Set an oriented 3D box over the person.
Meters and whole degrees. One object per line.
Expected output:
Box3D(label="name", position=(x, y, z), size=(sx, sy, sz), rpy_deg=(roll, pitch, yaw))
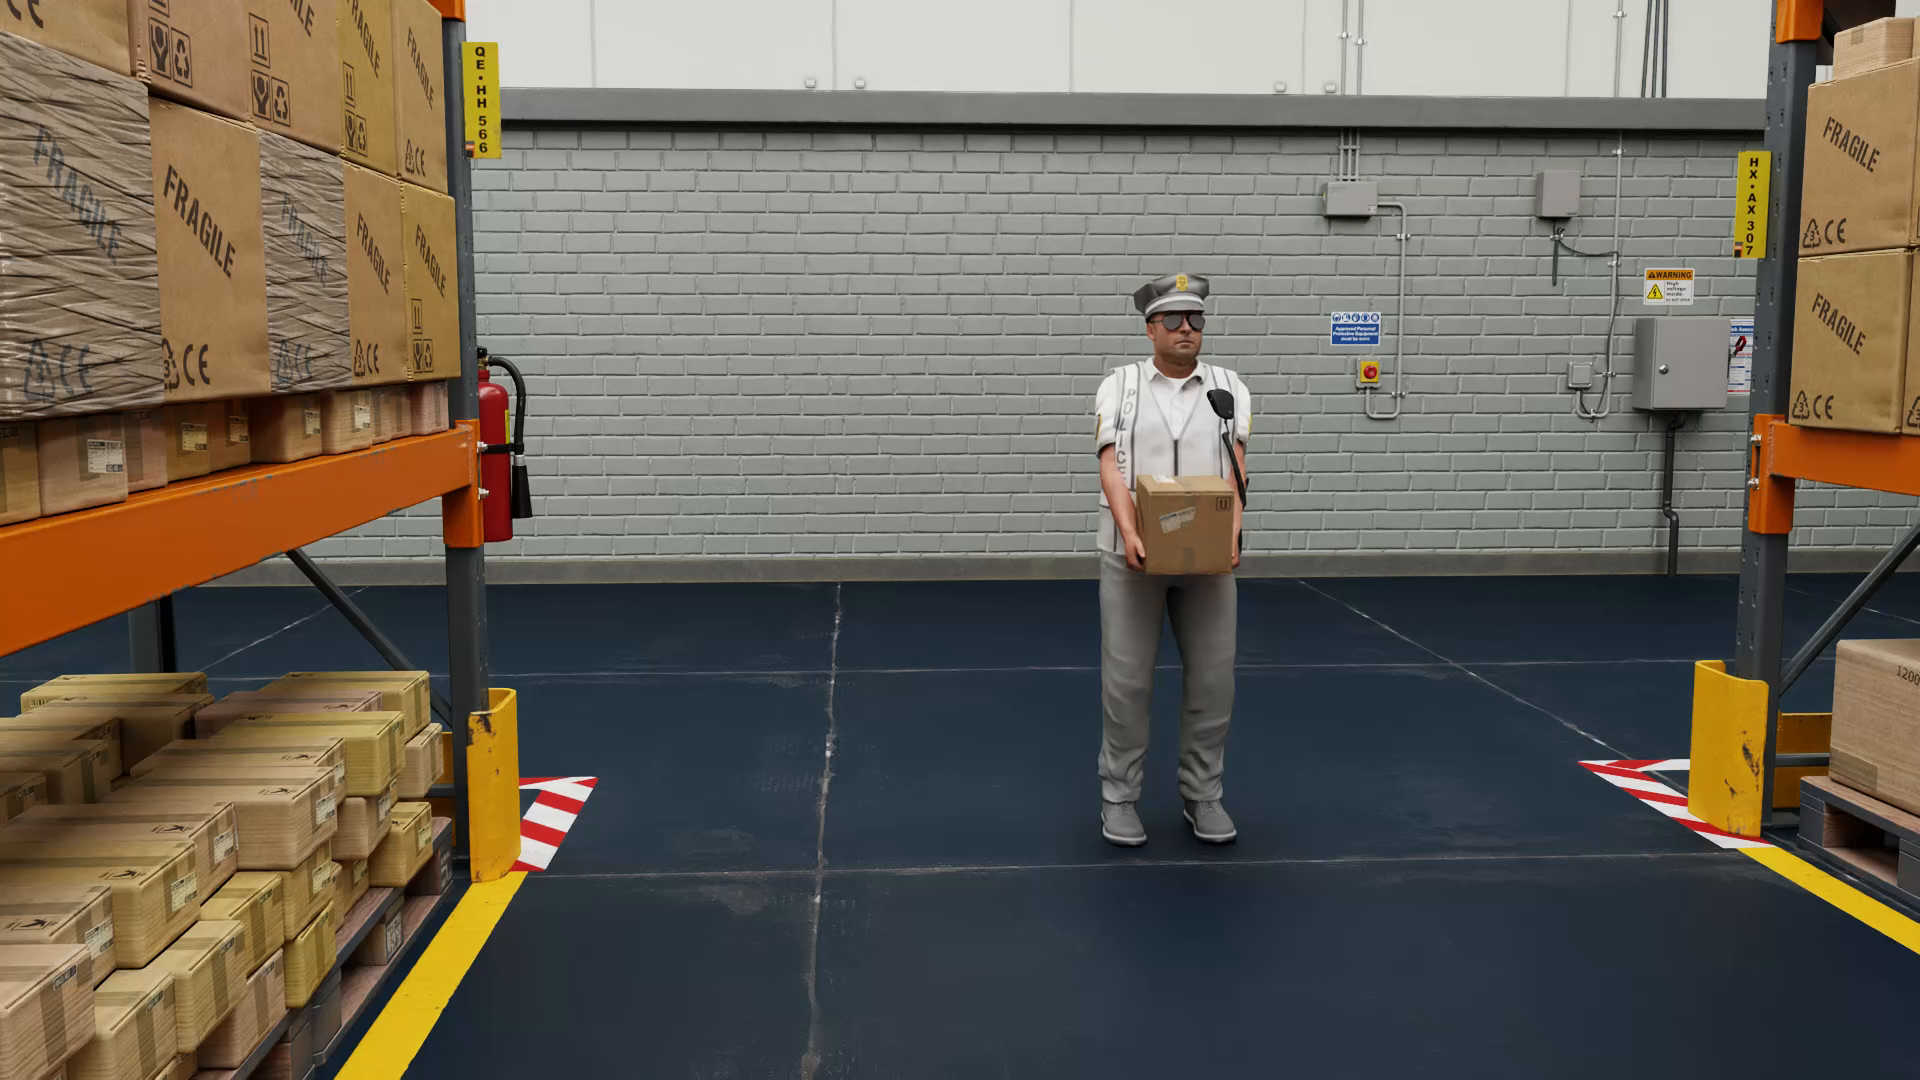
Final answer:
Box3D(label="person", position=(0.670, 0.059, 5.151), size=(0.494, 1.766, 0.567), rpy_deg=(0, 7, -3))
